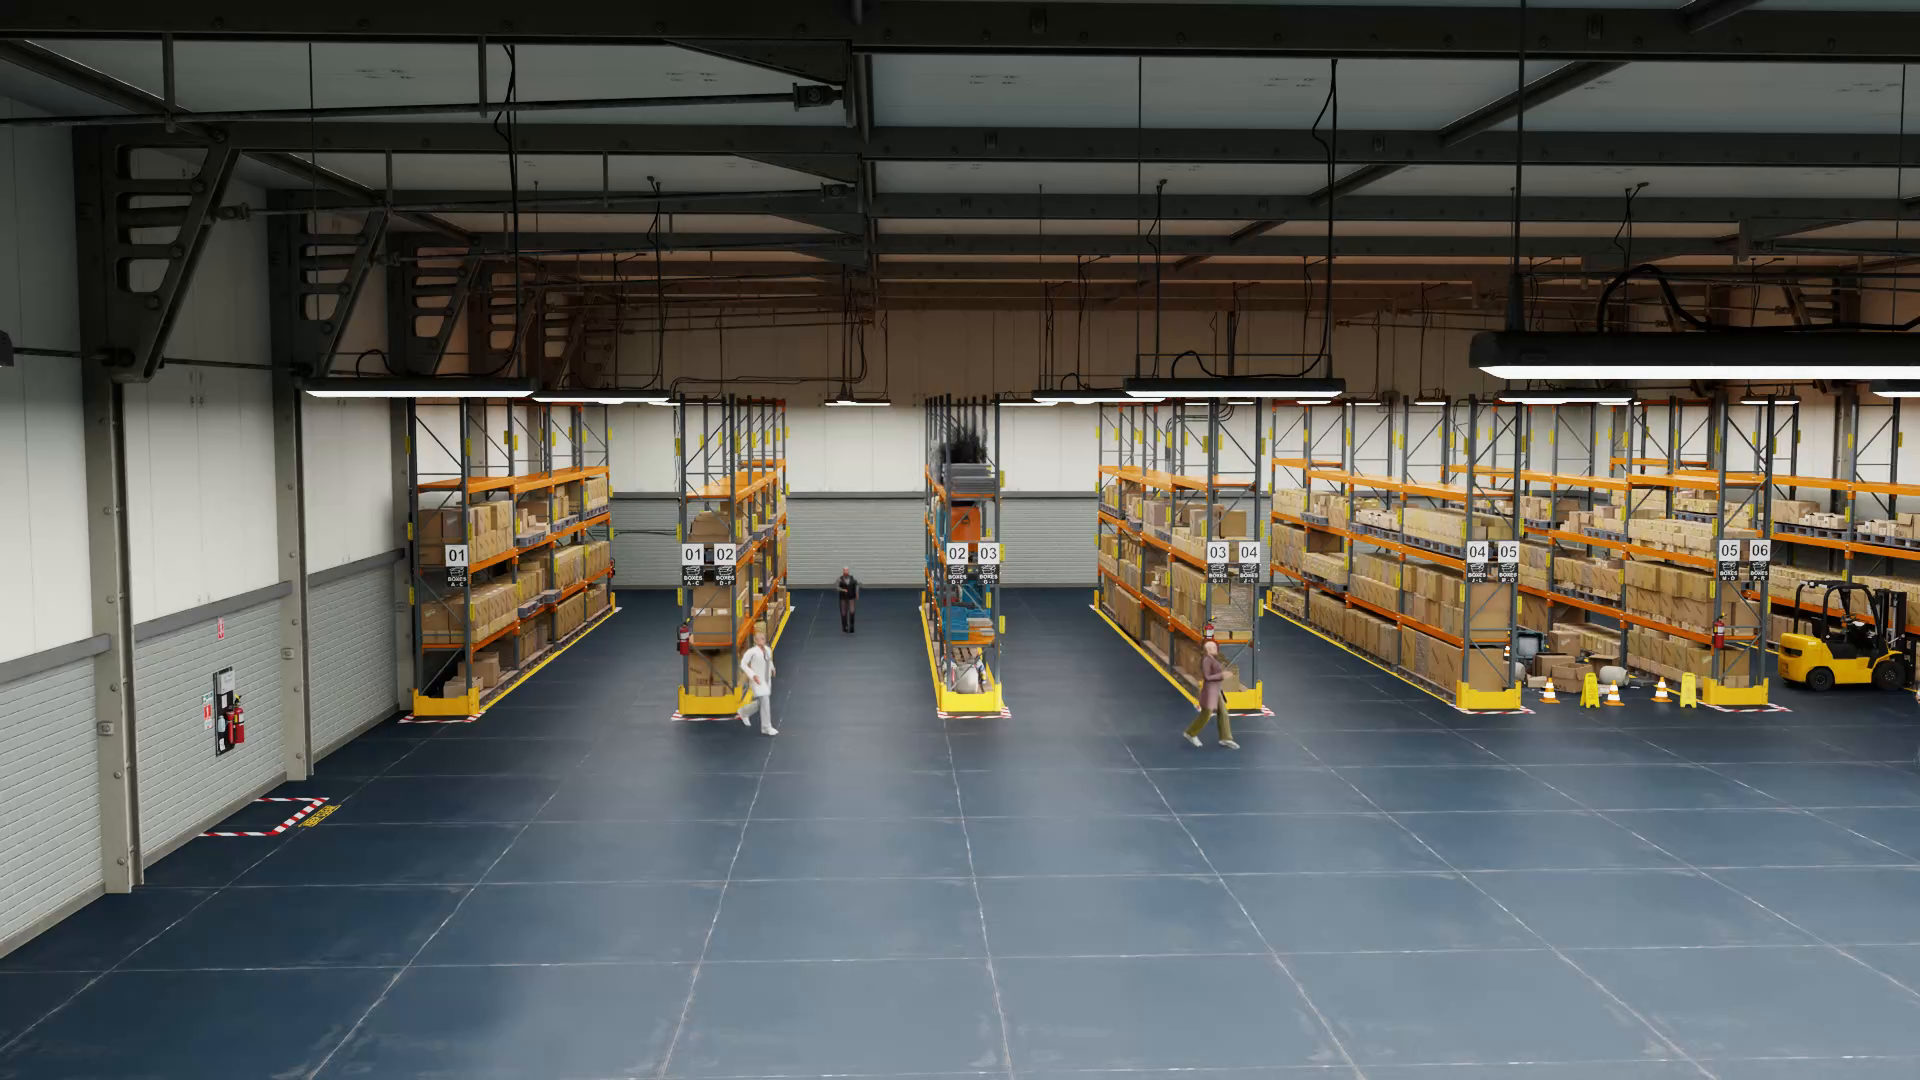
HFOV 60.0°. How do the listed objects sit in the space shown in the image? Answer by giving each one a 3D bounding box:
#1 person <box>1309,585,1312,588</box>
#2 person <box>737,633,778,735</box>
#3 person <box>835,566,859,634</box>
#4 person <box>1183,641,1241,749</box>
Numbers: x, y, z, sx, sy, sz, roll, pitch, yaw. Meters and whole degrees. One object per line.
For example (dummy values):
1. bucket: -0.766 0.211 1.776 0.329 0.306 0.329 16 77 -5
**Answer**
1. person: 10.327 1.056 49.035 0.734 1.563 0.911 -4 6 -39
2. person: -3.566 2.510 29.321 0.931 1.778 0.707 3 5 32
3. person: -2.857 1.532 42.240 0.628 1.725 0.694 -1 5 -7
4. person: 4.244 2.596 27.894 0.925 1.791 0.698 2 5 26
